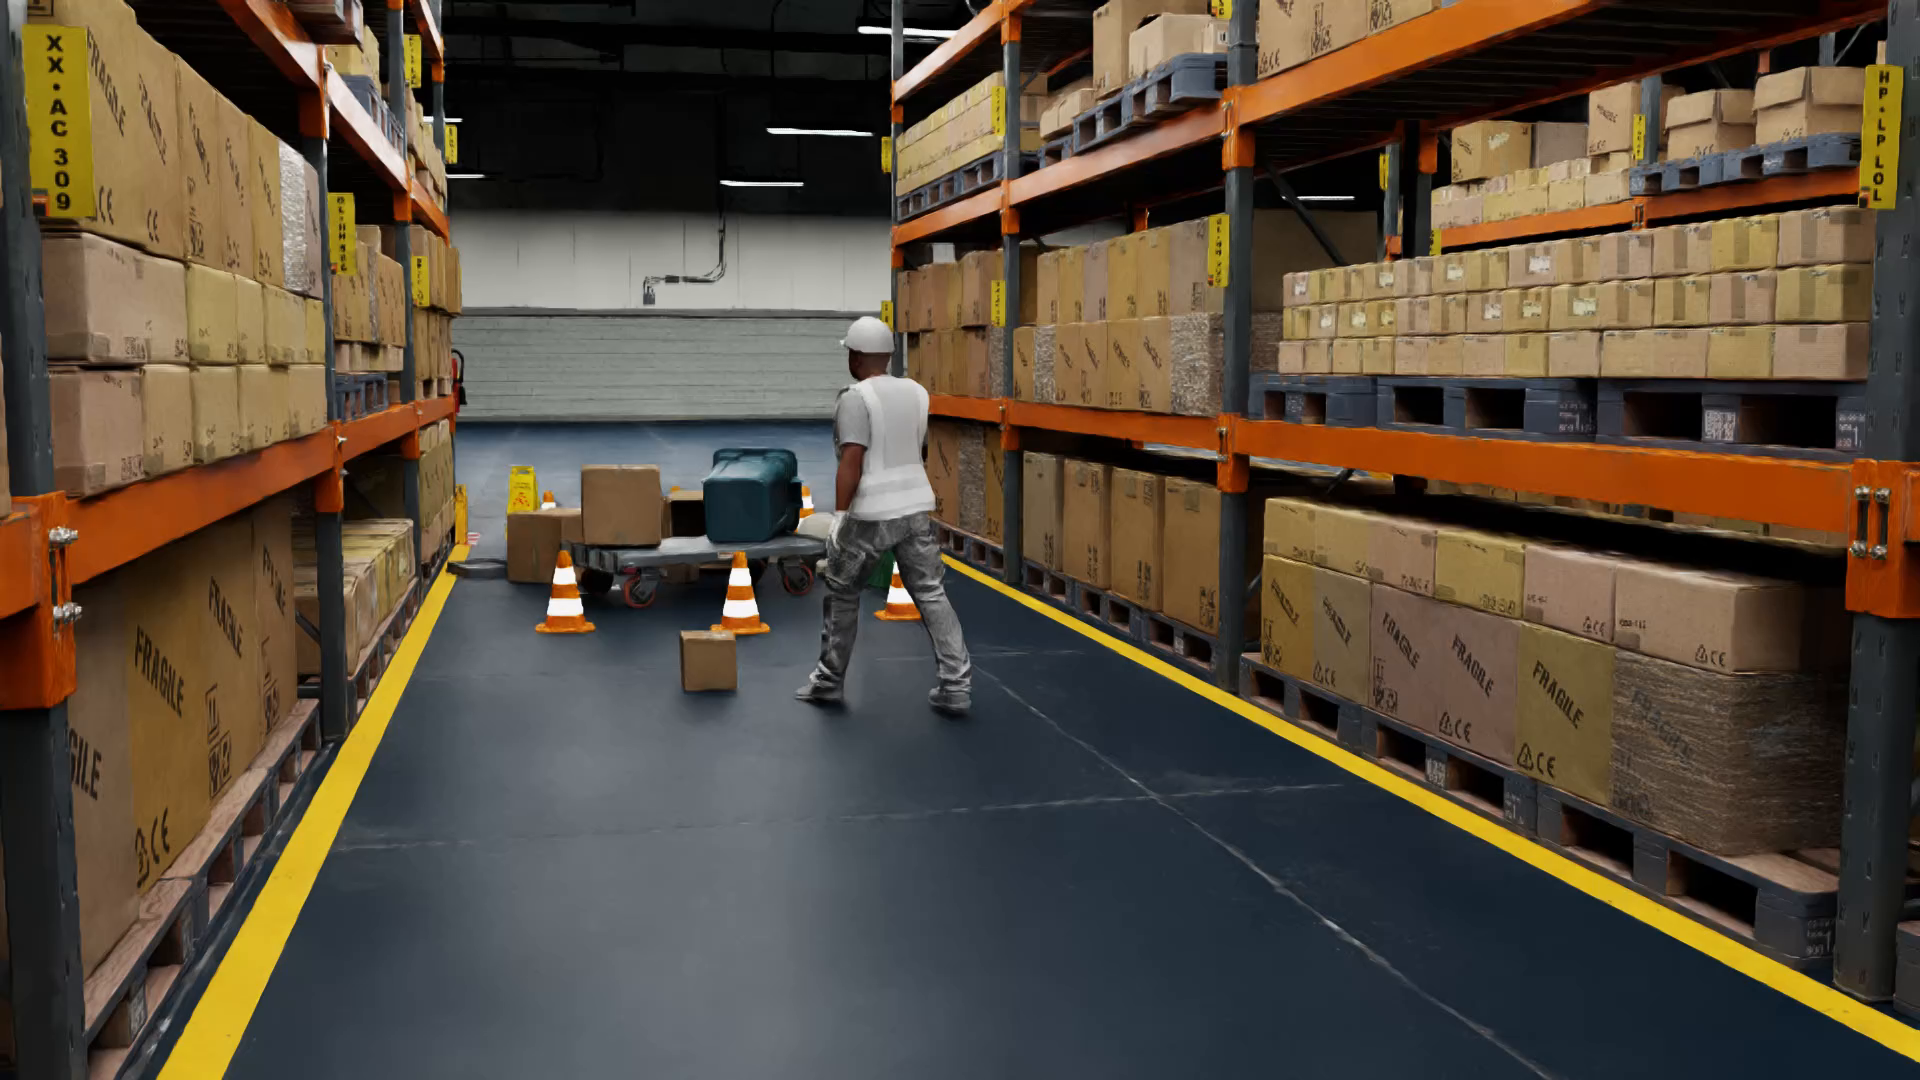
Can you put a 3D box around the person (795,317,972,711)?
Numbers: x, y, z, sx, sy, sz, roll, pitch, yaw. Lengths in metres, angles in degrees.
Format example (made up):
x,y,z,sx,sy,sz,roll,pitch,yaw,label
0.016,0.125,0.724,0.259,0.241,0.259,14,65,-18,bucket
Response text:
x,y,z,sx,sy,sz,roll,pitch,yaw,label
-0.407,-0.108,7.418,0.910,1.763,0.714,6,8,43,person
